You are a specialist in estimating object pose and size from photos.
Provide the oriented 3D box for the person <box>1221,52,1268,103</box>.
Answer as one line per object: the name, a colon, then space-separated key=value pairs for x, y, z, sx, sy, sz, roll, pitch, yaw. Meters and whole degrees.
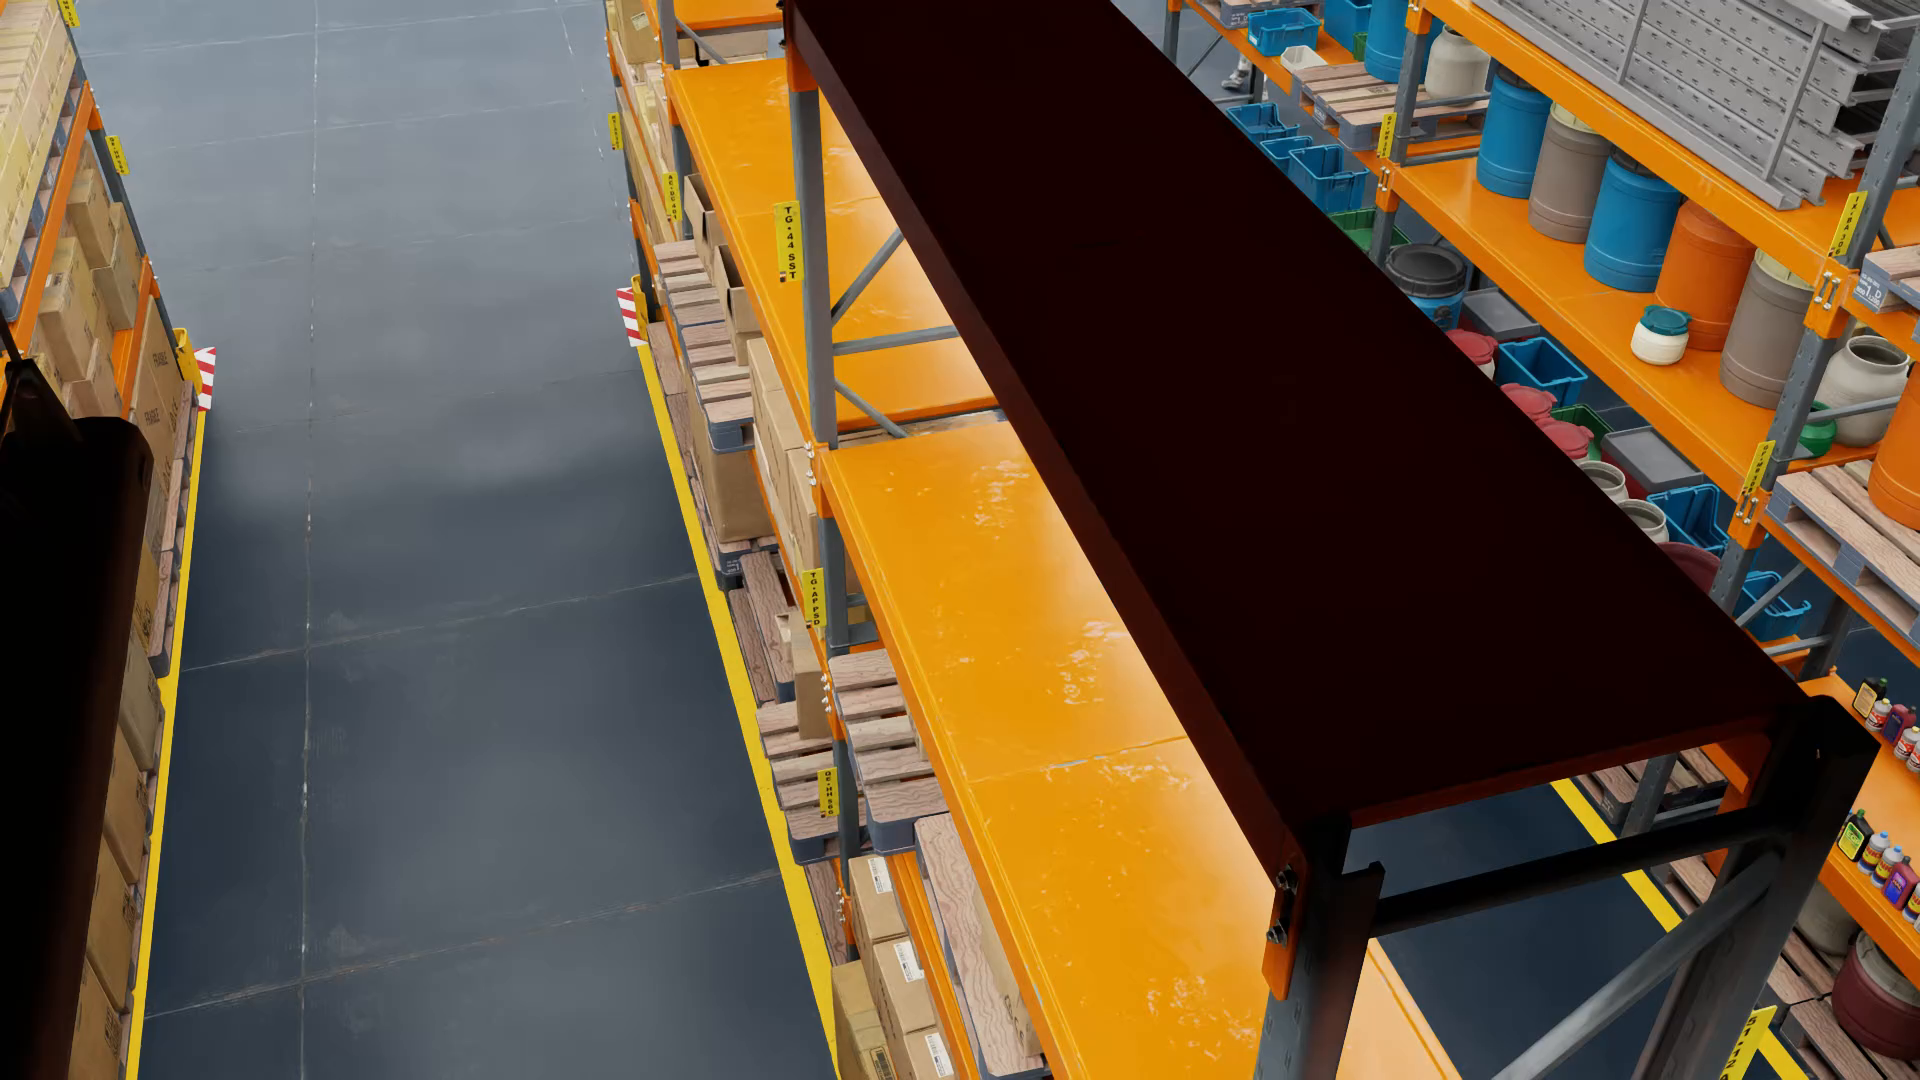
person: x=3.270 y=-5.838 z=18.770 sx=0.756 sy=1.790 sz=0.559 roll=25 pitch=45 yaw=29
